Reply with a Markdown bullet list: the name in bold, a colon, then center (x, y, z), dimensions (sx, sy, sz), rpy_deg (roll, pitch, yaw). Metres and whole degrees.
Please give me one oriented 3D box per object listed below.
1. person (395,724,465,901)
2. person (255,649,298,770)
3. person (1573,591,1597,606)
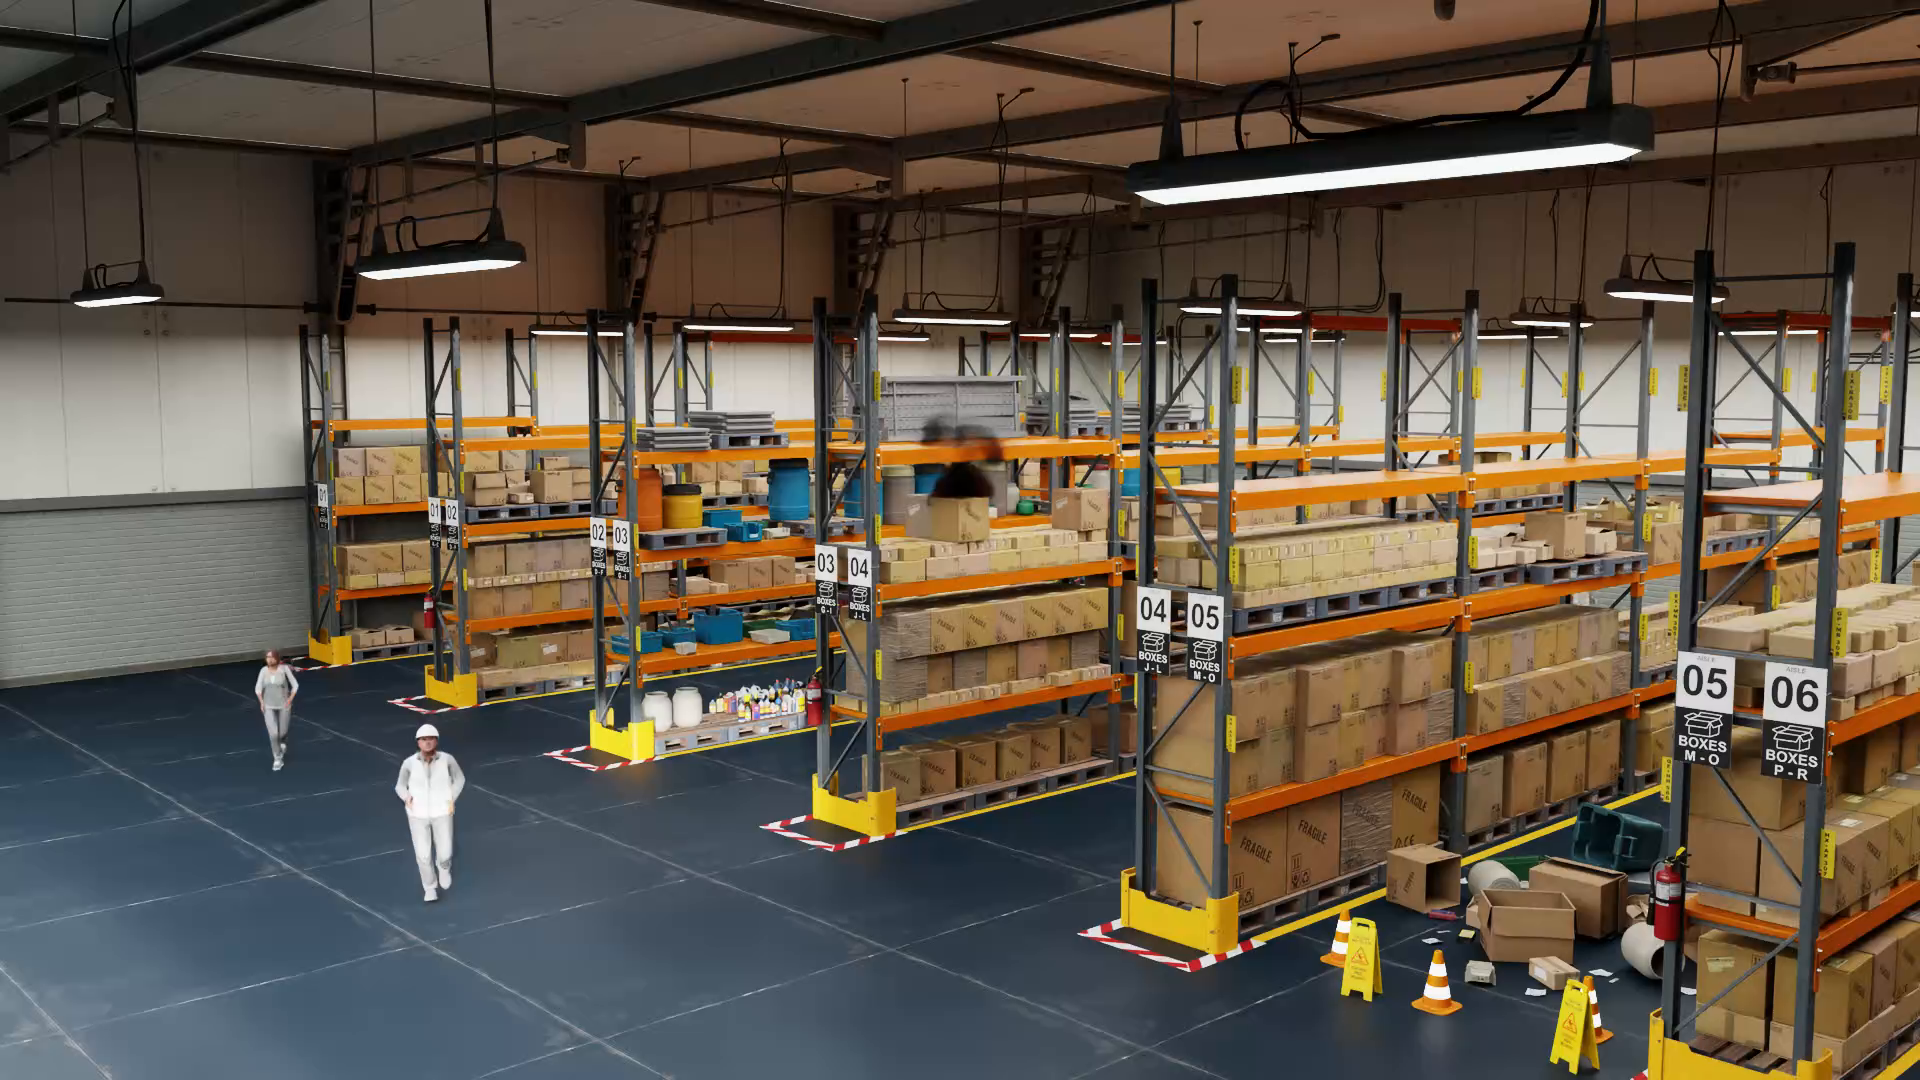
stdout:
- **person**: center (-5.171, 2.665, 16.248), dimensions (0.654, 1.724, 0.597), rpy_deg (-2, 6, -16)
- **person**: center (-8.955, 2.207, 21.811), dimensions (0.536, 1.554, 0.532), rpy_deg (-1, 6, -14)
- **person**: center (11.305, 1.250, 30.456), dimensions (0.679, 1.728, 0.581), rpy_deg (-3, 6, -26)
